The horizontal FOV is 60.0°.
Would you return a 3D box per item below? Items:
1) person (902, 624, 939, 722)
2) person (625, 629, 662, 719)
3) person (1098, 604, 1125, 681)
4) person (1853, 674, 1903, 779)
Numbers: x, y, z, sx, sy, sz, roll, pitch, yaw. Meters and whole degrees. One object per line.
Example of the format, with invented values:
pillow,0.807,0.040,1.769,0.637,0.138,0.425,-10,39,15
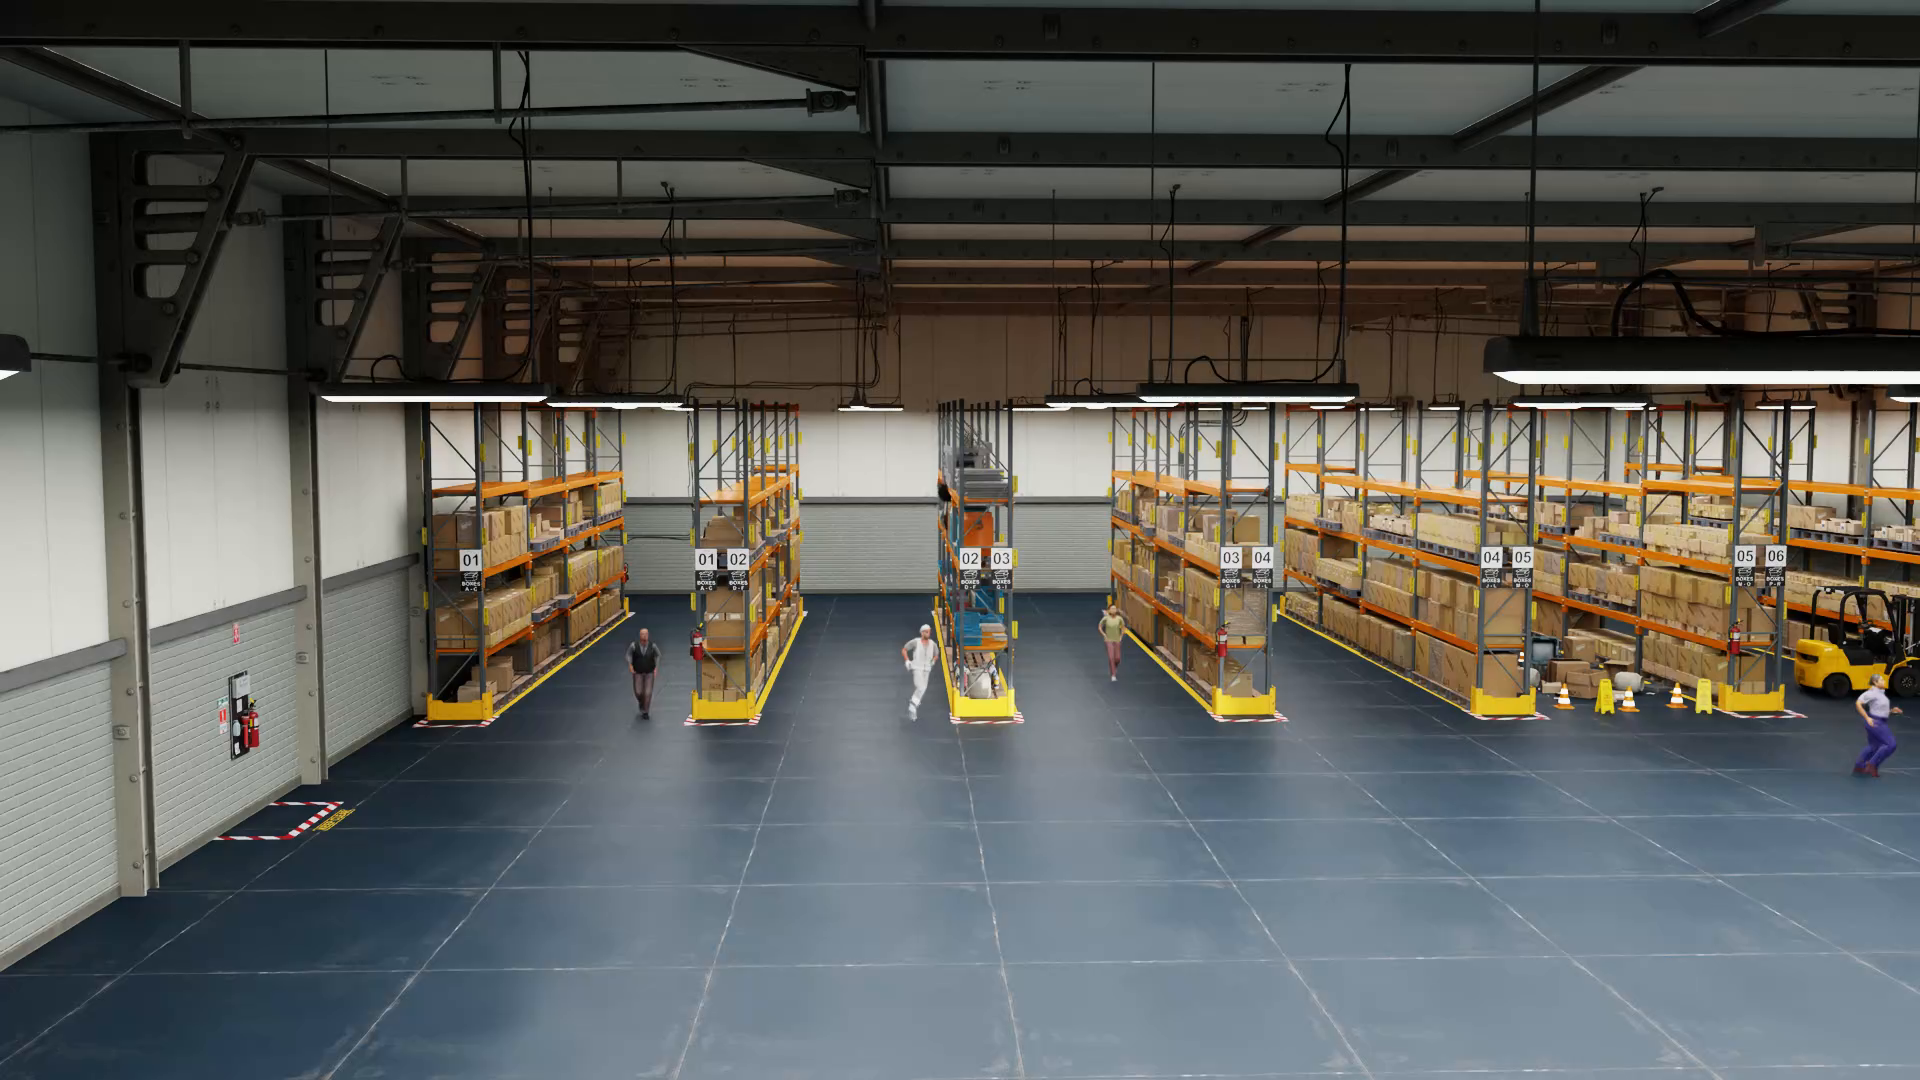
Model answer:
person,-0.706,2.481,31.199,0.669,1.793,0.667,-3,5,-32
person,-5.957,2.517,31.310,0.691,1.691,0.537,-1,4,-9
person,3.277,2.189,35.828,0.592,1.642,0.572,0,4,-4
person,14.432,2.921,26.144,0.660,1.641,0.578,3,5,36
